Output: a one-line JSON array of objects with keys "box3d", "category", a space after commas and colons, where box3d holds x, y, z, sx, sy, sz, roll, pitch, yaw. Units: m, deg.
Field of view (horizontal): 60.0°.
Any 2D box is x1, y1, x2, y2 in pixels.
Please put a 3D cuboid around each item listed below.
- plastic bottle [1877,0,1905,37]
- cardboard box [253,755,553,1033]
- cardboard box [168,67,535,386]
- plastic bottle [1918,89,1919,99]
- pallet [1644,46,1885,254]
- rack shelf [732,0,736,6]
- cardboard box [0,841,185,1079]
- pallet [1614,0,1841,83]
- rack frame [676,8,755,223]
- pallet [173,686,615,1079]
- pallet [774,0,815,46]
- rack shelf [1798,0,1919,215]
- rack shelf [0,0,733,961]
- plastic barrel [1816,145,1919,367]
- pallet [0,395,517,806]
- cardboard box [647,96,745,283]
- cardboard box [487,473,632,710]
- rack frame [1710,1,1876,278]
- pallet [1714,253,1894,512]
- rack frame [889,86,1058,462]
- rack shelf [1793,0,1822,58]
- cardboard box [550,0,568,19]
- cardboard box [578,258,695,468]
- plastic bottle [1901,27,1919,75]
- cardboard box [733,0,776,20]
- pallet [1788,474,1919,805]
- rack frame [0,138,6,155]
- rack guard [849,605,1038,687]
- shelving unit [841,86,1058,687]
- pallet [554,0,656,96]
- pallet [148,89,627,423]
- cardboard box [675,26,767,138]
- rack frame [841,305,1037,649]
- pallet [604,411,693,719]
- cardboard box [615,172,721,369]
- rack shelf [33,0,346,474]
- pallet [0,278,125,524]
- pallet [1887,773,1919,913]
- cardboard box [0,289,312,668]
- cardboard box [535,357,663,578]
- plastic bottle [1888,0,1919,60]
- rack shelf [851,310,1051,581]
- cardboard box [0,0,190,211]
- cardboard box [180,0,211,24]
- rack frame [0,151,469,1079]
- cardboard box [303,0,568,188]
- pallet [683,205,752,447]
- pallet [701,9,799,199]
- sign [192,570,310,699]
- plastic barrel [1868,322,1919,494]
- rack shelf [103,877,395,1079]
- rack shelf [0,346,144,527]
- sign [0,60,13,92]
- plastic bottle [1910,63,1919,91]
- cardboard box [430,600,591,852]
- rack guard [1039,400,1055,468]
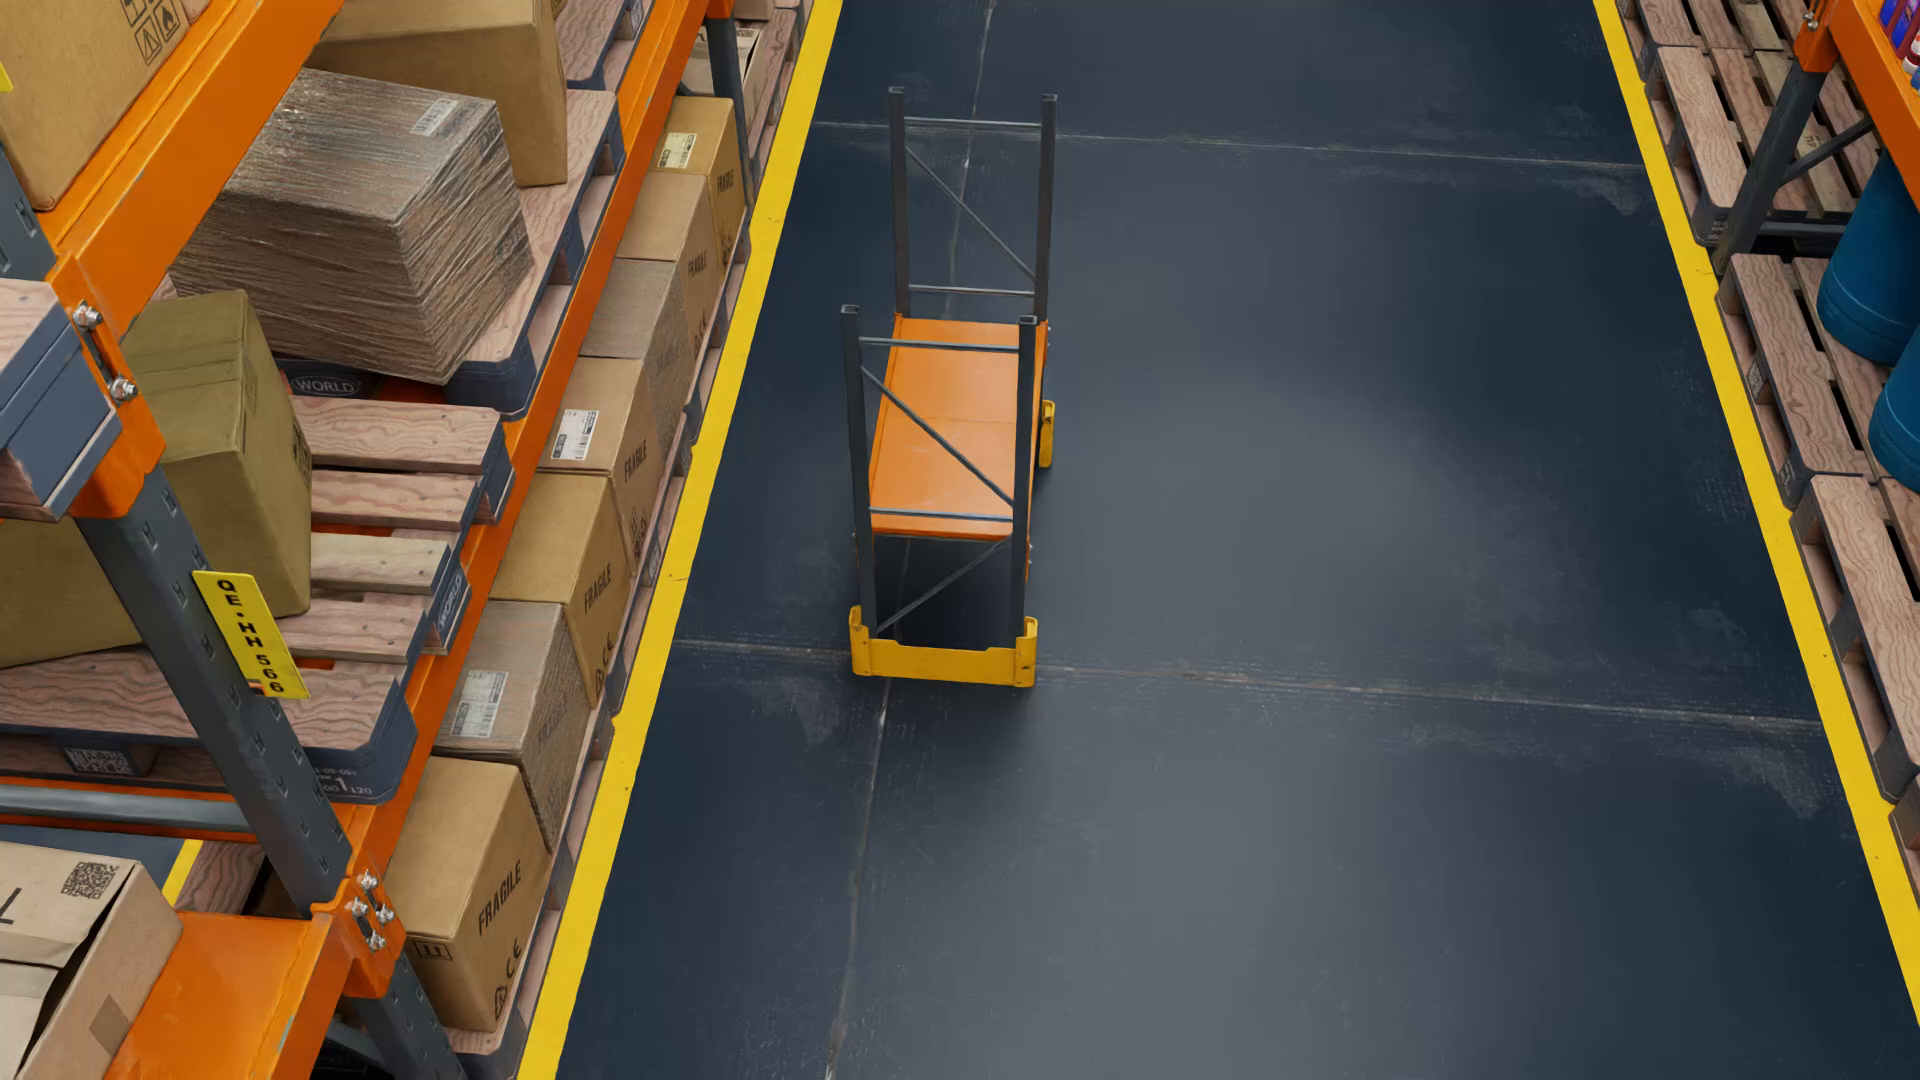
[{"box3d": [3.103, -1.804, 5.446, 0.061, 0.283, 0.133, 4, 48, 4], "category": "plastic bottle"}, {"box3d": [-1.410, 0.899, 4.291, 0.500, 0.500, 0.500, 6, 48, 5], "category": "cardboard box"}, {"box3d": [-1.517, -0.786, 4.084, 0.700, 0.500, 0.500, 12, 49, 11], "category": "cardboard box"}, {"box3d": [3.106, -1.459, 5.136, 0.152, 0.276, 0.135, 4, 48, 4], "category": "plastic bottle"}, {"box3d": [3.590, -1.686, 7.149, 1.003, 0.211, 1.213, 4, 48, 4], "category": "pallet"}, {"box3d": [-1.189, -3.647, 7.540, 1.077, 0.370, 4.000, 4, 48, 4], "category": "rack shelf"}, {"box3d": [-1.812, 0.814, 3.033, 0.500, 0.311, 0.500, 7, 48, 6], "category": "cardboard box"}, {"box3d": [3.698, -2.585, 7.971, 1.003, 0.211, 1.213, 4, 48, 4], "category": "pallet"}, {"box3d": [-1.371, -2.420, 5.931, 1.000, 3.000, 0.127, 4, 48, 4], "category": "rack frame"}, {"box3d": [-1.630, 0.914, 4.771, 1.003, 0.211, 1.213, 4, 48, 4], "category": "pallet"}, {"box3d": [-1.199, -2.882, 8.243, 1.003, 0.211, 1.213, 4, 48, 4], "category": "pallet"}, {"box3d": [3.379, -0.372, 4.545, 1.077, 0.370, 4.000, 4, 48, 4], "category": "rack shelf"}, {"box3d": [-1.553, -0.708, 4.852, 1.077, 0.370, 4.000, 4, 48, 4], "category": "rack shelf"}, {"box3d": [3.495, -1.119, 5.878, 0.600, 0.901, 0.708, 4, 48, 4], "category": "plastic barrel"}, {"box3d": [-1.744, 0.081, 3.773, 1.213, 0.211, 1.003, 4, 48, 4], "category": "pallet"}, {"box3d": [-1.131, -1.343, 6.341, 0.500, 0.500, 0.500, 4, 48, 3], "category": "cardboard box"}, {"box3d": [-1.317, 0.146, 4.980, 0.500, 0.500, 0.500, 3, 48, 3], "category": "cardboard box"}, {"box3d": [3.561, -2.084, 5.623, 1.000, 3.000, 0.127, 4, 48, 4], "category": "rack frame"}, {"box3d": [3.449, -0.579, 6.136, 1.003, 0.211, 1.213, 4, 48, 4], "category": "pallet"}, {"box3d": [0.039, -0.817, 5.481, 0.500, 1.500, 0.032, 4, 48, 4], "category": "rack frame"}, {"box3d": [3.744, -3.311, 7.233, 1.077, 0.370, 4.000, 4, 48, 4], "category": "rack shelf"}, {"box3d": [-1.637, -1.753, 4.968, 0.700, 0.500, 0.500, 11, 48, 10], "category": "cardboard box"}, {"box3d": [-1.230, -0.612, 5.673, 0.500, 0.500, 0.500, 4, 48, 4], "category": "cardboard box"}, {"box3d": [3.099, -1.592, 5.308, 0.097, 0.201, 0.097, 0, 48, 0], "category": "plastic bottle"}, {"box3d": [-1.049, -2.542, 7.665, 0.380, 0.166, 0.250, 4, 48, 4], "category": "cardboard box"}, {"box3d": [3.341, 0.320, 5.314, 1.003, 0.211, 1.213, 4, 48, 4], "category": "pallet"}, {"box3d": [-1.736, -1.505, 1.029, 1.000, 3.000, 0.127, 4, 48, 4], "category": "rack frame"}, {"box3d": [-0.052, 0.338, 5.272, 0.587, 0.250, 0.087, 4, 48, 4], "category": "rack guard"}, {"box3d": [-0.007, -0.450, 5.145, 0.587, 1.500, 1.083, 4, 48, 4], "category": "shelving unit"}, {"box3d": [-1.553, -1.775, 5.471, 1.003, 0.211, 1.213, 4, 48, 4], "category": "pallet"}, {"box3d": [-1.563, -0.845, 4.620, 1.003, 0.211, 1.213, 4, 48, 4], "category": "pallet"}, {"box3d": [-1.117, -1.955, 7.029, 0.500, 0.311, 0.500, 4, 48, 4], "category": "cardboard box"}, {"box3d": [-0.054, -0.070, 4.798, 0.500, 1.500, 0.032, 4, 48, 4], "category": "rack frame"}, {"box3d": [-1.516, 0.020, 5.588, 1.003, 0.211, 1.213, 4, 48, 4], "category": "pallet"}, {"box3d": [-1.184, -0.980, 6.010, 0.500, 0.500, 0.500, 4, 48, 4], "category": "cardboard box"}, {"box3d": [-1.553, -1.720, 3.745, 1.077, 0.370, 4.000, 4, 48, 4], "category": "rack shelf"}, {"box3d": [-1.708, 0.075, 1.743, 1.213, 0.211, 1.003, 6, 48, 5], "category": "pallet"}, {"box3d": [3.227, 1.214, 4.496, 1.003, 0.211, 1.213, 4, 48, 4], "category": "pallet"}, {"box3d": [-1.790, -0.127, 3.481, 0.700, 0.500, 0.500, -11, 48, -10], "category": "cardboard box"}, {"box3d": [-1.274, -0.238, 5.331, 0.500, 0.500, 0.500, 2, 48, 2], "category": "cardboard box"}, {"box3d": [3.091, -1.706, 5.357, 0.061, 0.283, 0.133, 4, 48, 4], "category": "plastic bottle"}, {"box3d": [-0.008, -0.322, 5.272, 0.538, 0.185, 1.000, 4, 48, 4], "category": "rack shelf"}, {"box3d": [-1.729, -0.850, 2.394, 0.910, 0.500, 0.500, 4, 48, 4], "category": "cardboard box"}, {"box3d": [-1.683, -1.224, 2.737, 0.910, 0.500, 0.500, 4, 48, 4], "category": "cardboard box"}, {"box3d": [-1.736, 0.519, 3.242, 1.000, 3.000, 0.127, 4, 48, 4], "category": "rack frame"}, {"box3d": [-1.471, -1.293, 4.548, 0.700, 0.500, 0.500, -7, 48, -6], "category": "cardboard box"}, {"box3d": [-1.408, -0.879, 6.411, 1.003, 0.211, 1.213, 4, 48, 4], "category": "pallet"}, {"box3d": [-1.308, -1.983, 7.421, 1.003, 0.211, 1.213, 4, 48, 4], "category": "pallet"}, {"box3d": [-1.183, 0.163, 2.783, 0.100, 0.325, 0.005, 4, 48, 4], "category": "sign"}, {"box3d": [3.430, -0.599, 5.402, 0.600, 0.901, 0.708, 4, 48, 4], "category": "plastic barrel"}, {"box3d": [-1.918, 2.232, 2.164, 1.077, 0.370, 4.000, 4, 48, 4], "category": "rack shelf"}, {"box3d": [-1.918, 1.219, 1.057, 1.077, 0.370, 4.000, 4, 48, 4], "category": "rack shelf"}, {"box3d": [-1.184, -0.651, 1.876, 0.100, 0.325, 0.005, 4, 48, 4], "category": "sign"}, {"box3d": [3.090, -1.544, 5.217, 0.097, 0.271, 0.097, 0, 48, 0], "category": "plastic bottle"}, {"box3d": [-1.367, 0.514, 4.643, 0.500, 0.500, 0.500, 2, 48, 2], "category": "cardboard box"}, {"box3d": [0.038, -0.394, 5.941, 0.587, 0.250, 0.087, 4, 48, 4], "category": "rack guard"}]
